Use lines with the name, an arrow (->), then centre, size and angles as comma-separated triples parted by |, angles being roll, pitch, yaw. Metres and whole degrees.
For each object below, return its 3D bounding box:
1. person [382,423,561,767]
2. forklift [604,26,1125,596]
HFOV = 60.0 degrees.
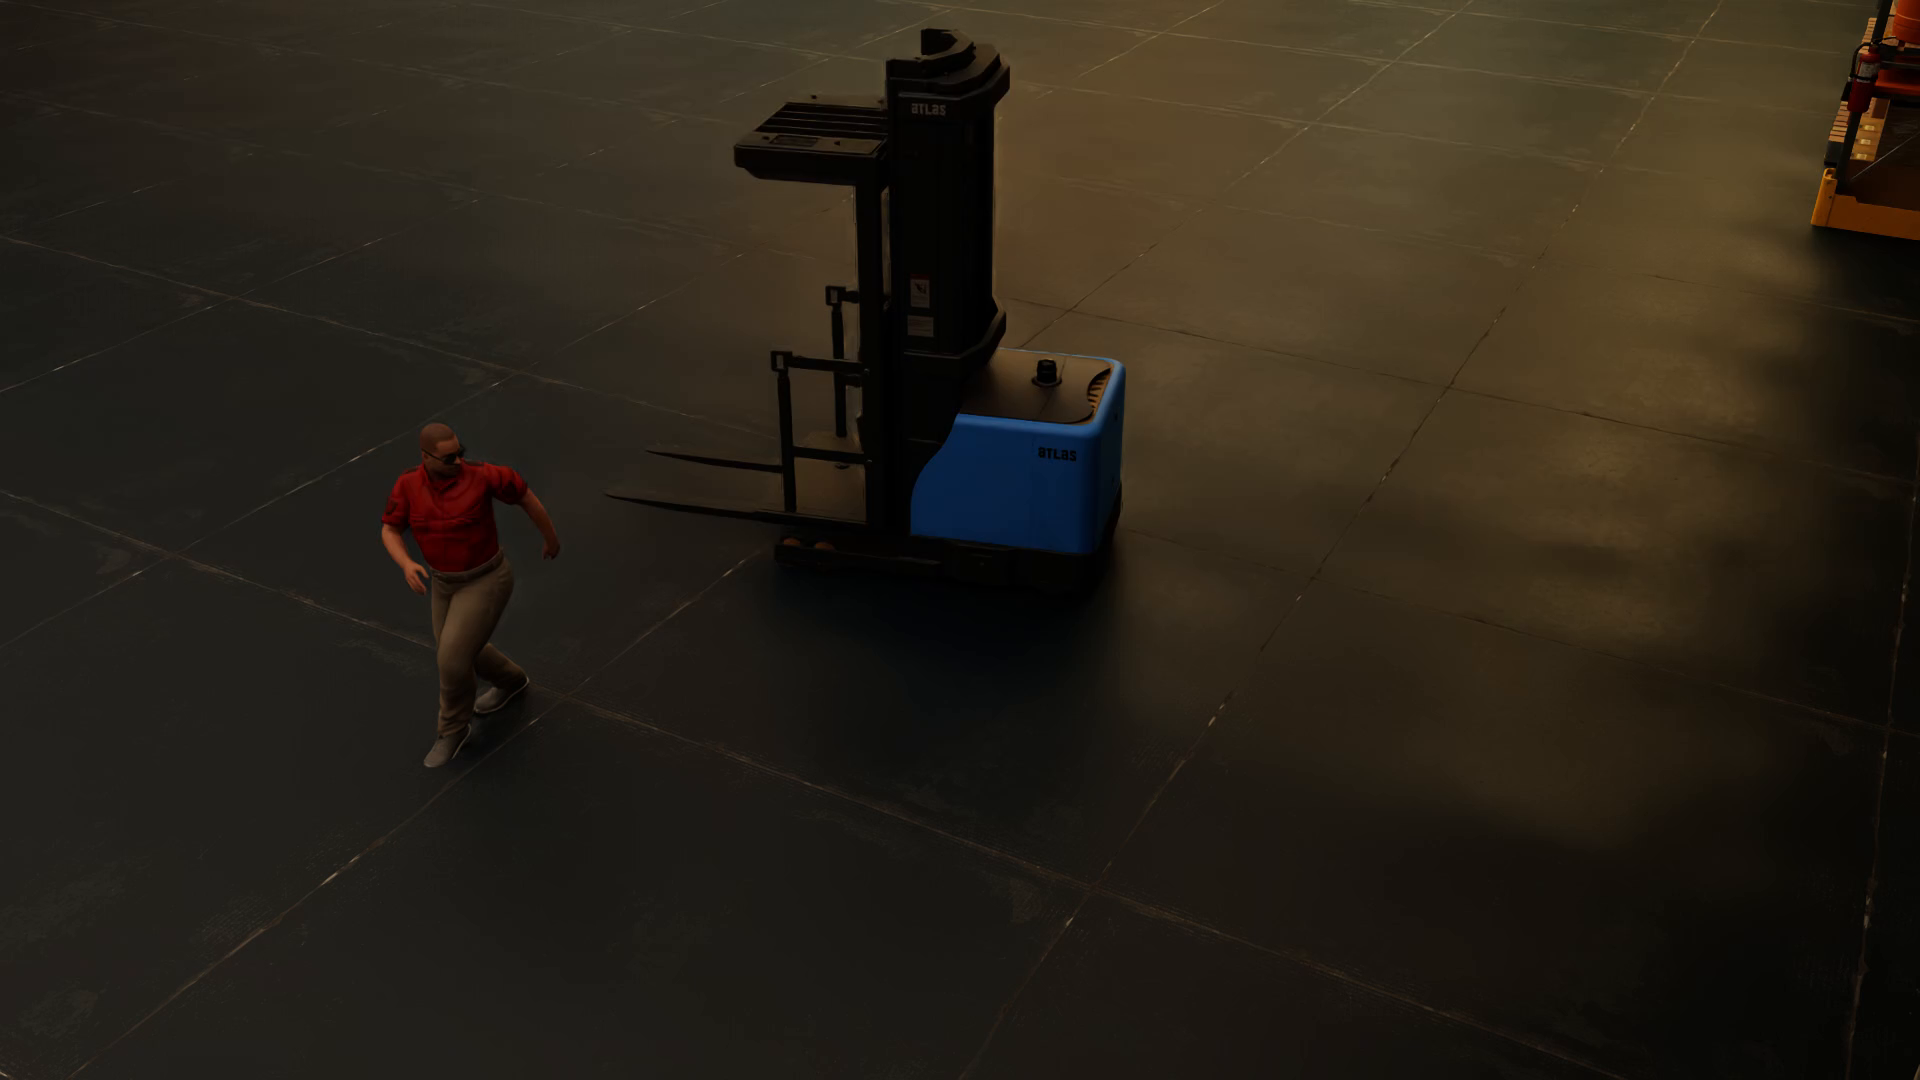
person -> -2.410, 0.210, 8.036 | 0.579, 1.714, 0.914 | 16, 34, 25
forklift -> -0.600, -1.336, 9.386 | 3.031, 2.935, 1.130 | 7, 31, 12
